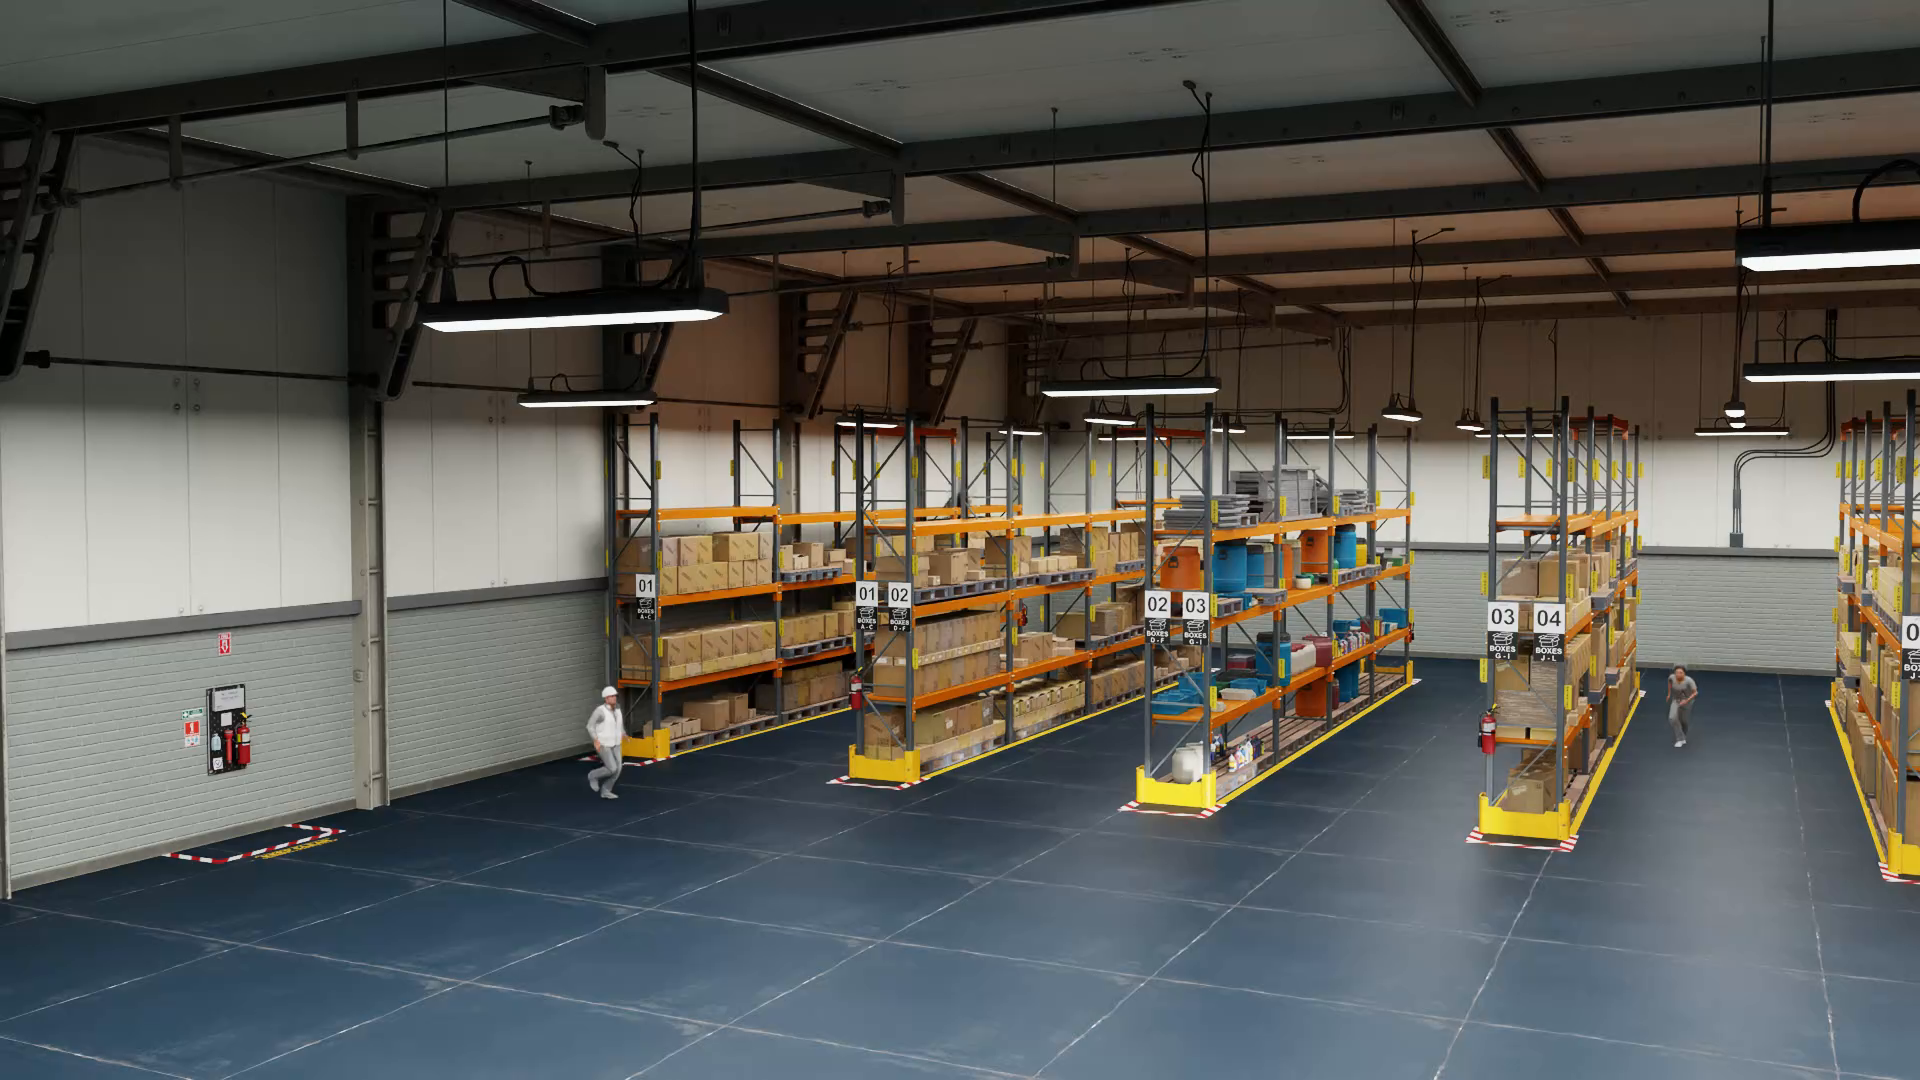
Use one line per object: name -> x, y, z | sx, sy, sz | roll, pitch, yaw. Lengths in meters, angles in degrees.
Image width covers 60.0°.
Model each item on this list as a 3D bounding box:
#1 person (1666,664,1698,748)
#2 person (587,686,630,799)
person -> 13.186, 2.976, 30.276 | 0.560, 1.511, 1.046 | 2, 3, 35
person -> -5.348, 3.081, 25.273 | 0.623, 1.716, 0.652 | 2, 3, 35
